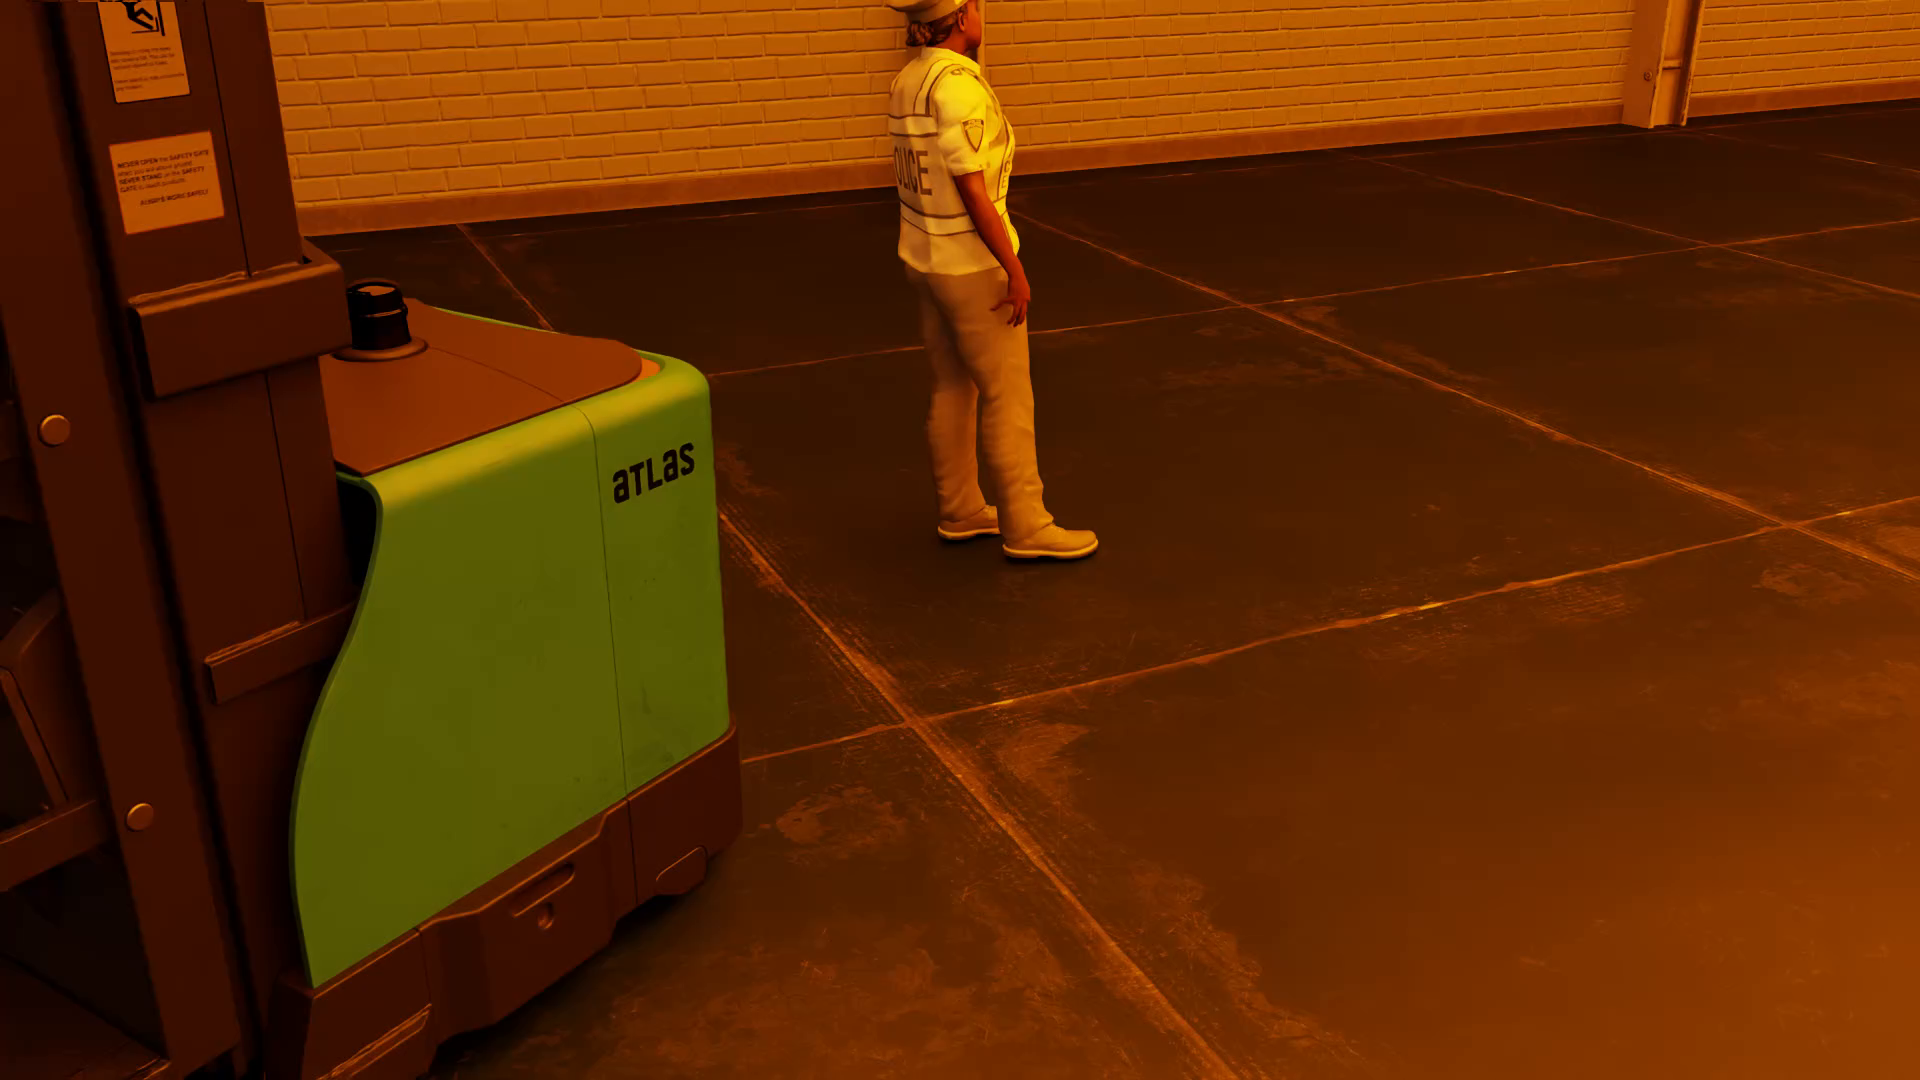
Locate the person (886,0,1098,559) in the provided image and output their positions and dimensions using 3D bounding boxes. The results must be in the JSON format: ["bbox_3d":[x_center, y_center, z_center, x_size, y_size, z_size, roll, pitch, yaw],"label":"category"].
[{"bbox_3d":[0.076,-0.795,4.792,0.528,1.697,0.570,-10,25,-23],"label":"person"}]

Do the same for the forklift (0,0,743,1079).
[{"bbox_3d":[-1.688,-0.326,2.071,1.130,2.935,3.031,14,27,31],"label":"forklift"}]
